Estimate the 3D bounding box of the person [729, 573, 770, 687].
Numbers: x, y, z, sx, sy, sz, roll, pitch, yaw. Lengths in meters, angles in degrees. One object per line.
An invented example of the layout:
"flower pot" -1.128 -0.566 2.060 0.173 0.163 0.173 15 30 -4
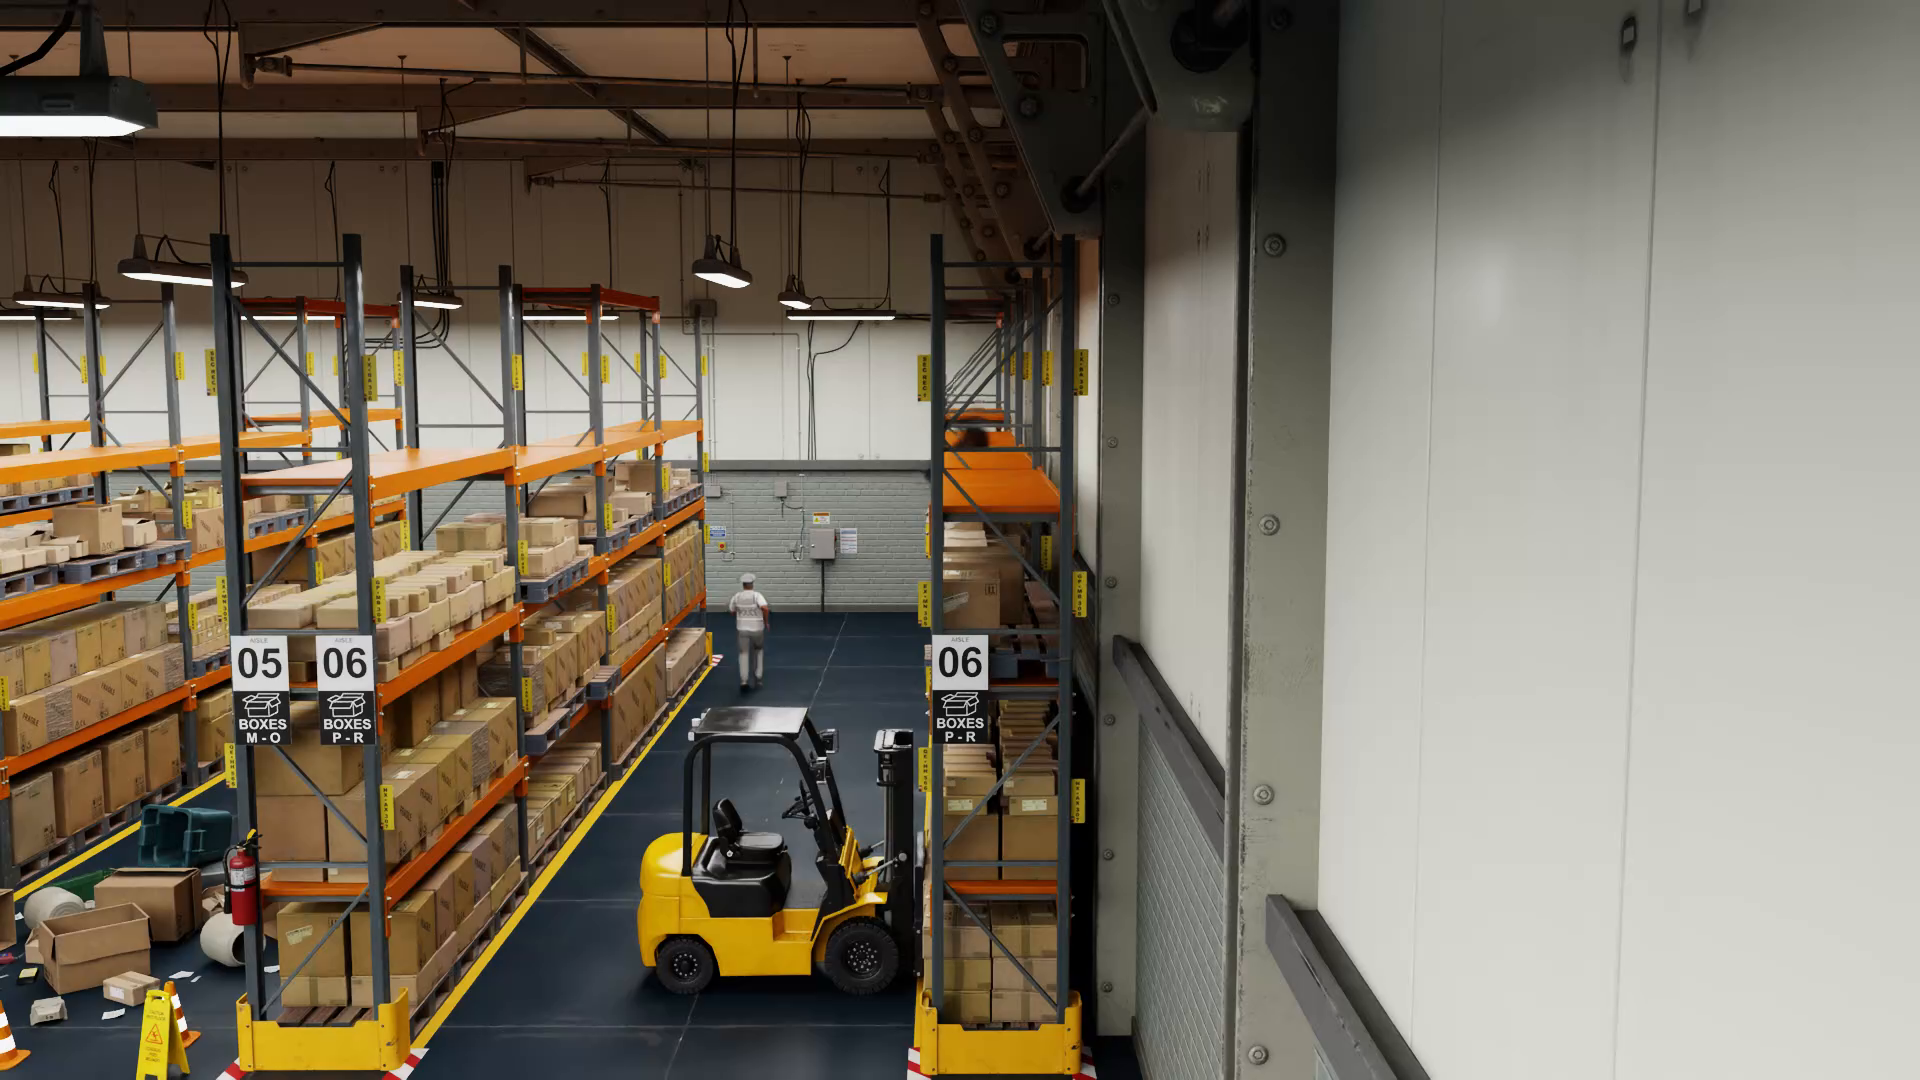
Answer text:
"person" -3.266 1.442 25.876 0.636 1.850 0.774 0 6 -3
